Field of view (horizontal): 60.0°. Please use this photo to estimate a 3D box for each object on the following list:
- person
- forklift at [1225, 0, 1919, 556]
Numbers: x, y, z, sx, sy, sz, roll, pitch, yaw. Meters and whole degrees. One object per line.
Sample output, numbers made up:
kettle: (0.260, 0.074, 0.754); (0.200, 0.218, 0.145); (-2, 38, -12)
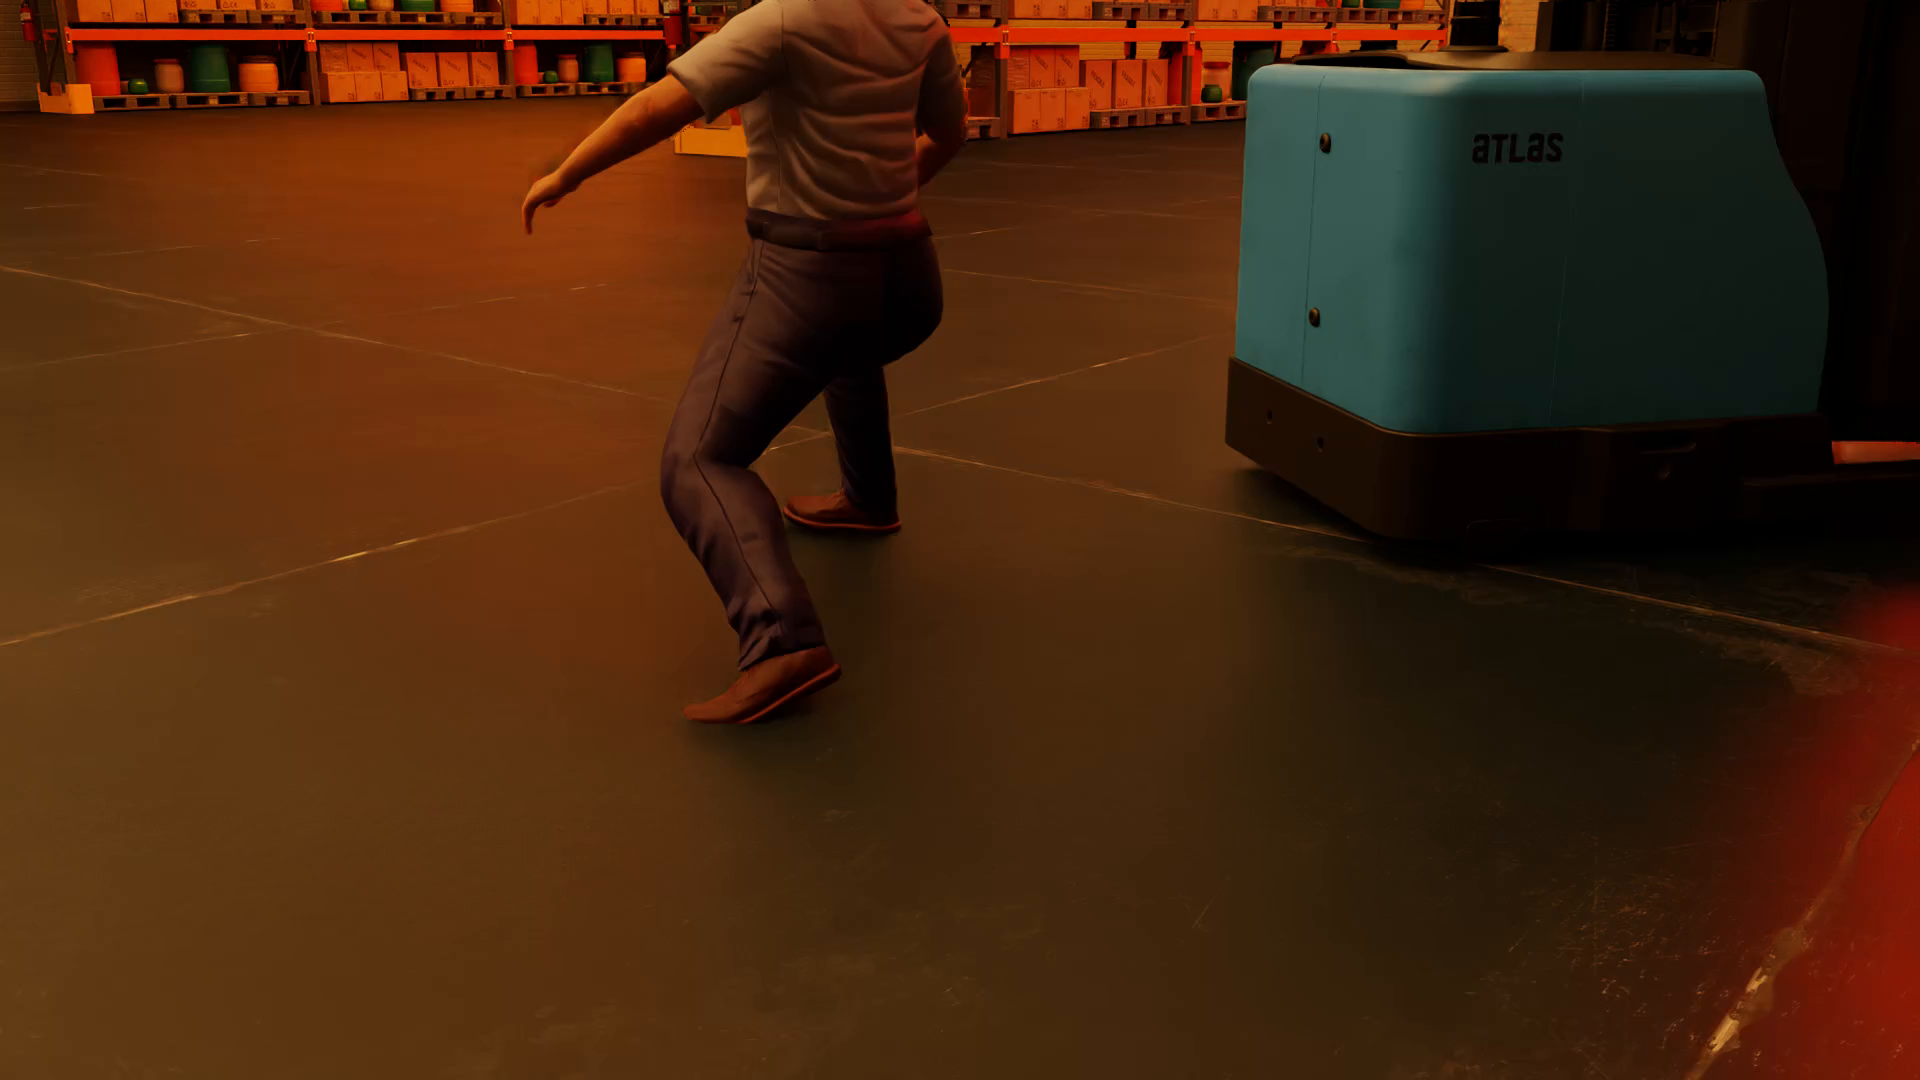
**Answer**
person: (-0.349, -0.543, 3.269); (0.922, 1.506, 1.041); (16, 23, 41)
forklift: (2.302, -1.573, 4.079); (3.031, 2.935, 1.130); (-4, 17, -13)
